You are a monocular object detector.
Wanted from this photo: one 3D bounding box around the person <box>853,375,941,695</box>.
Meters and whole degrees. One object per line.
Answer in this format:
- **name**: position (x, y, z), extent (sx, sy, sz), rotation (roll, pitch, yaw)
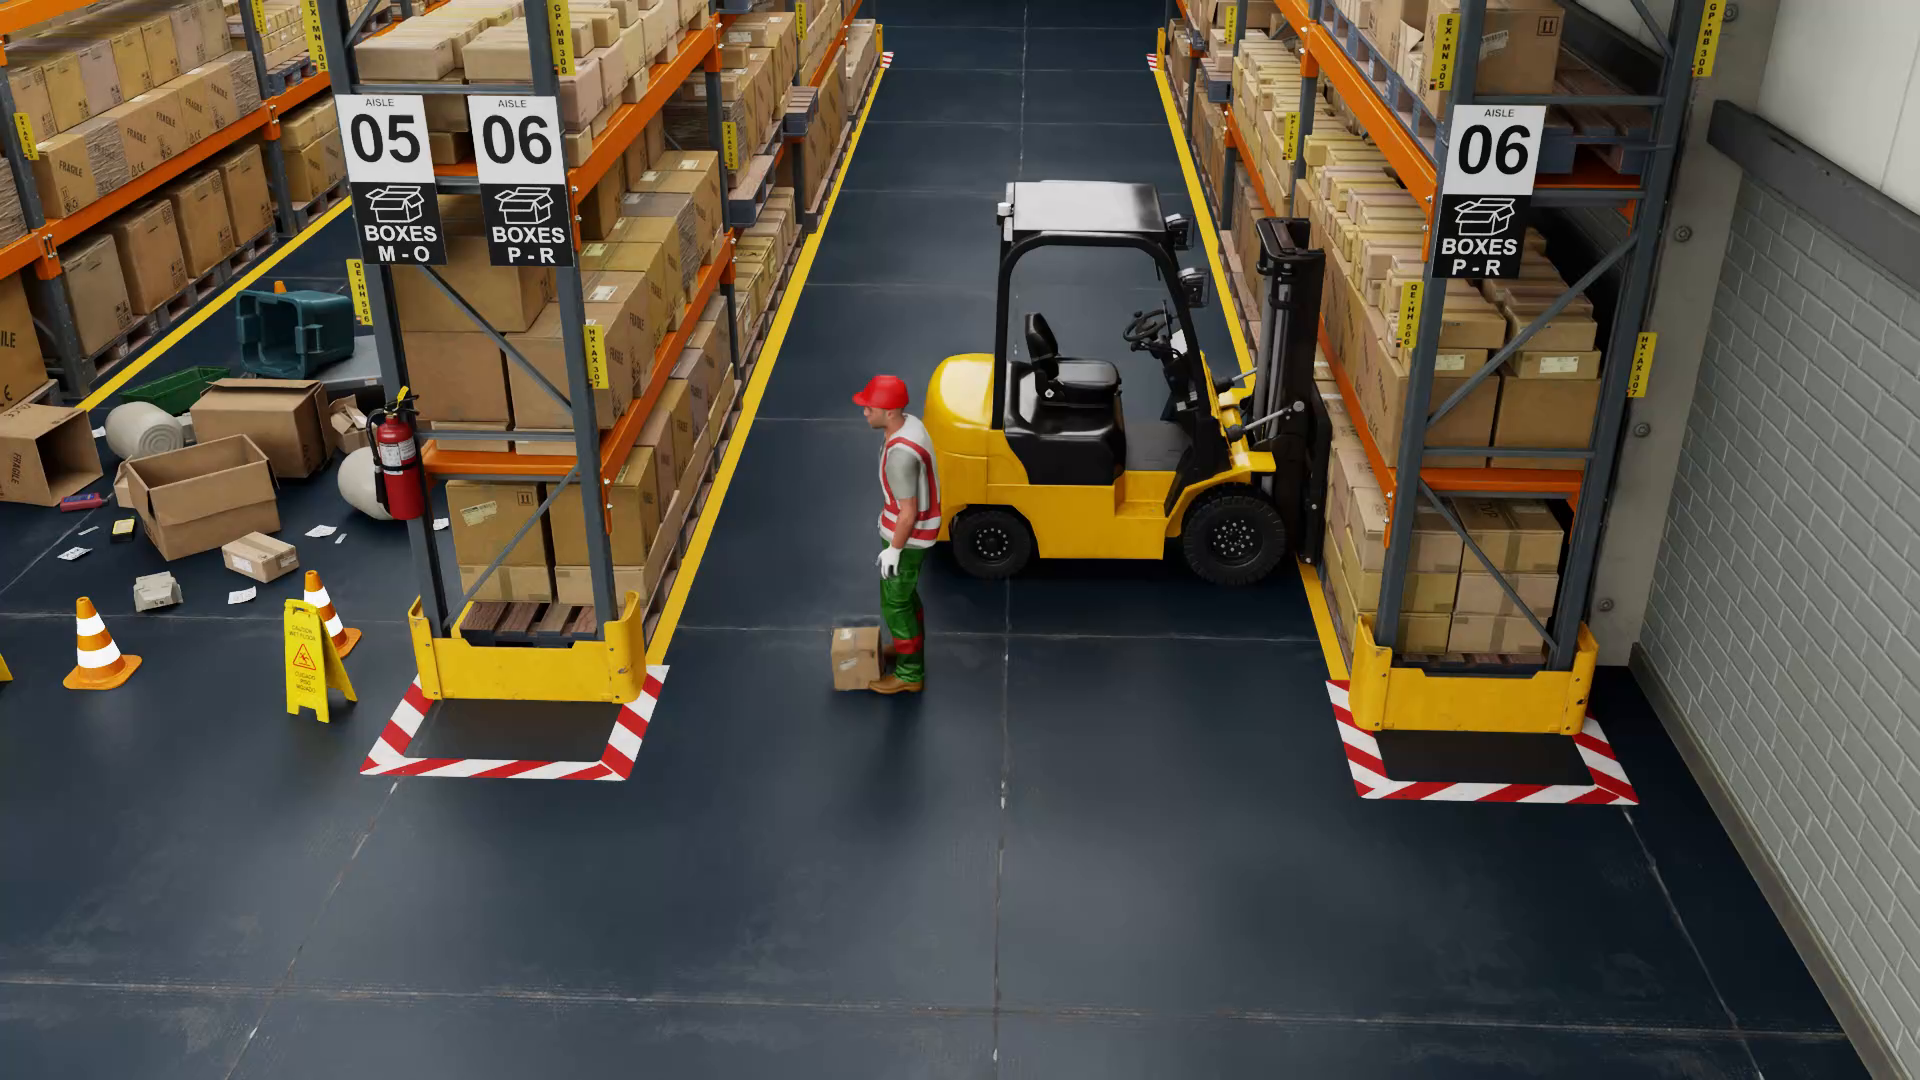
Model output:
- **person**: position (-0.316, -0.037, 8.673), extent (0.441, 1.780, 0.579), rotation (0, 28, 0)
